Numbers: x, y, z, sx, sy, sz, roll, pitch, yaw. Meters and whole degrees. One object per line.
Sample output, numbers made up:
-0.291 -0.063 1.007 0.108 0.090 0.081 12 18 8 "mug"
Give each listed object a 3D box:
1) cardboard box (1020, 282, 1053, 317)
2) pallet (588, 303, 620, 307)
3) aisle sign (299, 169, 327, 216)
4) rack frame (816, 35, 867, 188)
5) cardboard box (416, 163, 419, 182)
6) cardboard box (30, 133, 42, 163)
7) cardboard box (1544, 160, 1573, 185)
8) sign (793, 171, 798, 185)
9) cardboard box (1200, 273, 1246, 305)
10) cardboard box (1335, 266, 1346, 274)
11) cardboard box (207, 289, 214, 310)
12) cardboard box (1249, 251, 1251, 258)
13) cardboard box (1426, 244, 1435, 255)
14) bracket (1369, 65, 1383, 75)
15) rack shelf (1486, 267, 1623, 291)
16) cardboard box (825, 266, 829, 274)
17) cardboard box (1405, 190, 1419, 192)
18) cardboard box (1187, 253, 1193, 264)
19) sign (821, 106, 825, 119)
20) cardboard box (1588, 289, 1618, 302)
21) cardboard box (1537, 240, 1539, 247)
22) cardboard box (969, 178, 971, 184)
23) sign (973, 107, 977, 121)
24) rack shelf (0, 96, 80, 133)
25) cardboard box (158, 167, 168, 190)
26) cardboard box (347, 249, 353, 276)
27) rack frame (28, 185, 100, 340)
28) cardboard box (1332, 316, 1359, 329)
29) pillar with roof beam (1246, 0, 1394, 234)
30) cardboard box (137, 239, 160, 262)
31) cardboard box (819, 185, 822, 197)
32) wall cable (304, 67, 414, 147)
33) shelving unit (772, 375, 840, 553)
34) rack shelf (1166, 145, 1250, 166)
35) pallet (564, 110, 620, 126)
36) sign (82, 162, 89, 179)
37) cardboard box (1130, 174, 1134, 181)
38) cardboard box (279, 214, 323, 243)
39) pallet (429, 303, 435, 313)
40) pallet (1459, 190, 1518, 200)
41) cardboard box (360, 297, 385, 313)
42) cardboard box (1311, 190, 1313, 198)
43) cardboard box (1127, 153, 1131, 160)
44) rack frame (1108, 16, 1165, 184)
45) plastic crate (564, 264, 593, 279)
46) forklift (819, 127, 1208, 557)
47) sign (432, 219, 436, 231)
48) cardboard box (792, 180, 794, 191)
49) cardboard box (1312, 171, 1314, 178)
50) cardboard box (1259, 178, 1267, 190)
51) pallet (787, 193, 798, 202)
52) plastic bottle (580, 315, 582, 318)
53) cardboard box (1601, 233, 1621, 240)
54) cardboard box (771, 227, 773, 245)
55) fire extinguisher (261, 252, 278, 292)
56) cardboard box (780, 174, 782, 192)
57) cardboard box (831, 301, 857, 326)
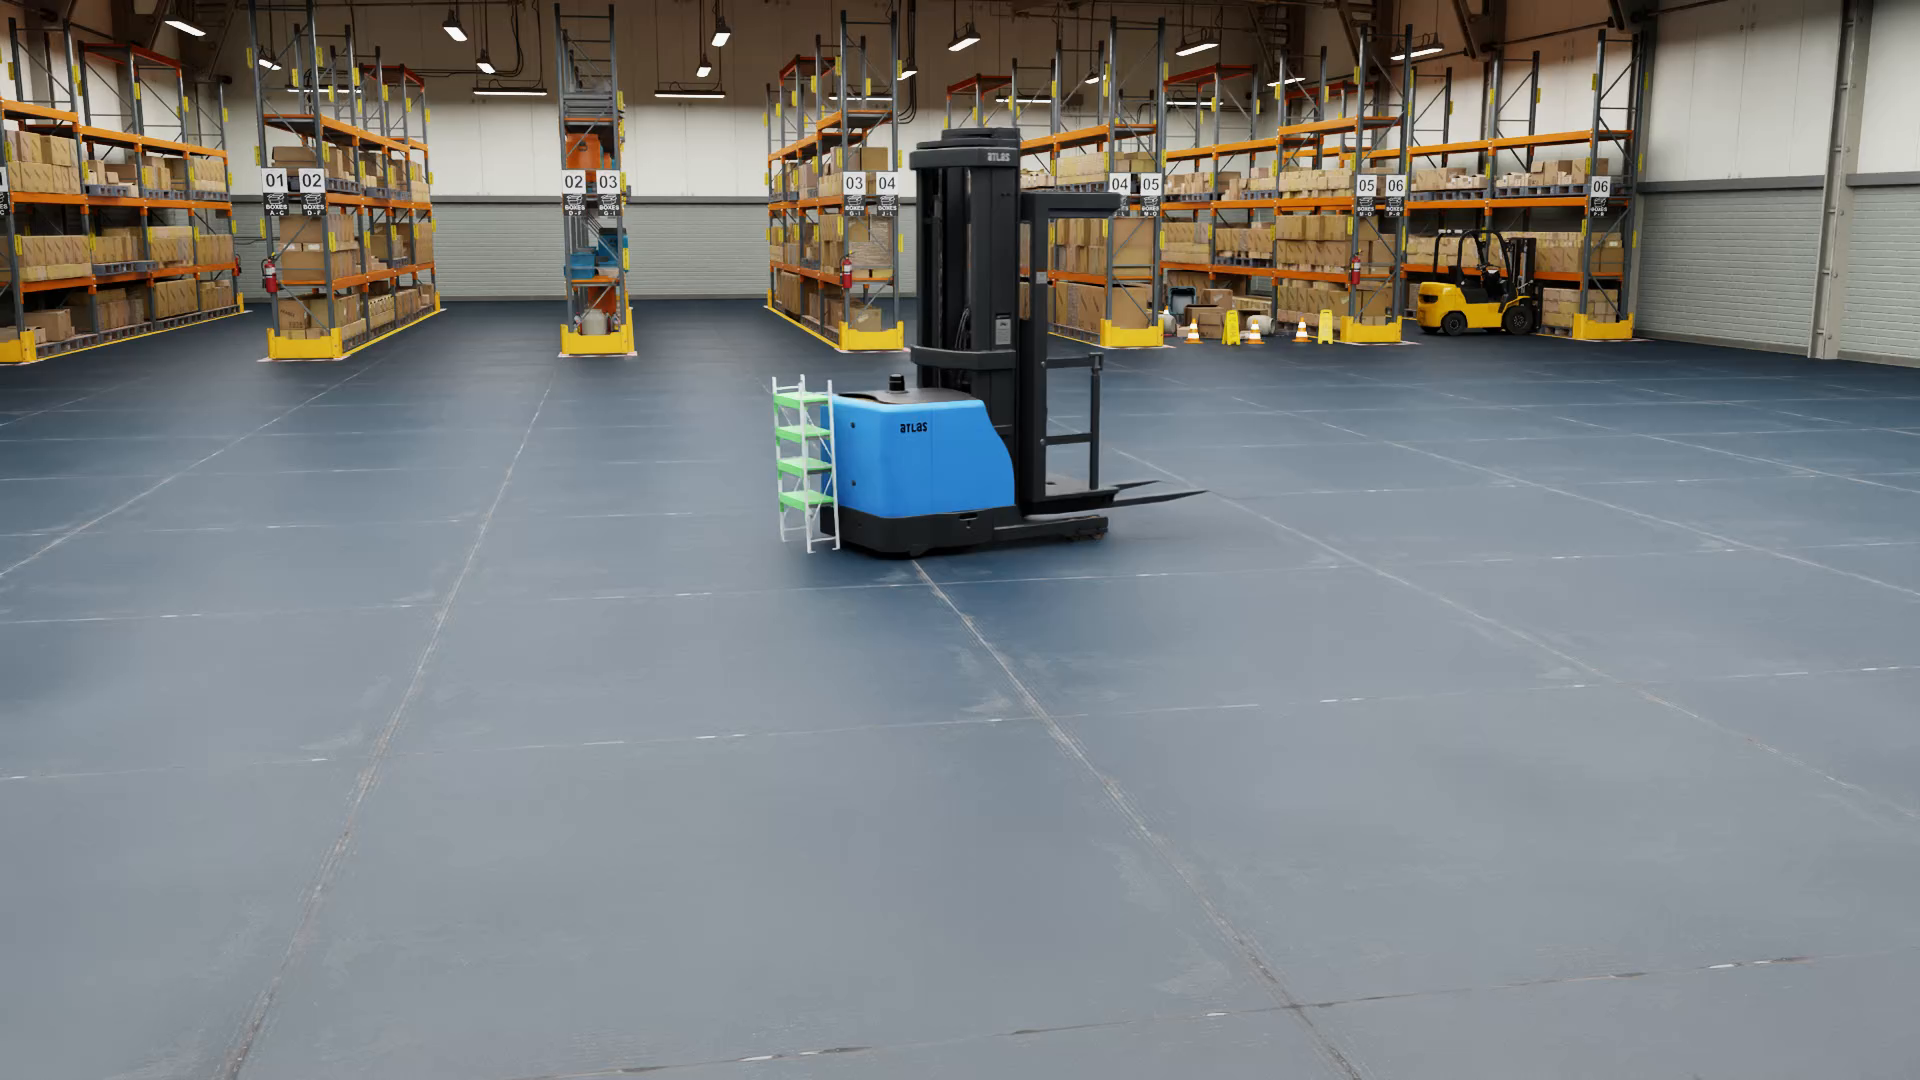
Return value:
1.905 -5.461 37.762 1.050 0.750 0.750 -2 11 -10 "cardboard box"
-9.241 -6.015 43.234 1.003 0.211 1.213 -2 11 -11 "pallet"
-11.032 -5.923 28.341 0.394 0.787 0.004 -2 11 -11 "aisle sign"
-2.405 -8.687 33.771 1.000 3.000 0.127 -2 11 -11 "rack frame"
-14.125 -9.319 42.172 0.700 0.500 0.500 -2 11 -11 "cardboard box"
-16.199 -6.757 28.656 0.500 0.500 0.500 -2 11 -9 "cardboard box"
12.535 -7.590 34.371 0.700 0.500 0.500 -2 11 -11 "cardboard box"
-3.729 -8.221 37.752 0.100 0.325 0.005 -2 11 -11 "sign"
6.485 -6.126 40.921 0.875 0.875 0.875 -2 11 -12 "cardboard box"
7.653 -5.347 32.937 0.380 0.149 0.250 -2 11 -12 "cardboard box"
-18.677 -5.878 40.621 0.700 0.500 0.500 -2 11 -12 "cardboard box"
6.760 -6.455 37.639 0.380 0.149 0.250 -2 11 -11 "cardboard box"
11.433 -6.908 39.534 0.500 0.250 0.500 -2 11 -12 "cardboard box"
11.109 -12.536 44.364 0.235 0.232 0.430 -2 11 -11 "bracket"
12.573 -5.561 35.318 1.077 0.370 4.000 -2 11 -11 "rack shelf"
-2.481 -5.382 33.124 0.380 0.149 0.250 -2 11 -11 "cardboard box"
11.101 -8.667 41.024 0.380 0.149 0.250 -2 11 -10 "cardboard box"
5.988 -7.030 41.509 0.500 0.250 0.500 -2 11 -12 "cardboard box"
-3.431 -10.674 41.500 0.100 0.325 0.005 -2 11 -11 "sign"
13.054 -4.990 33.947 0.500 0.250 0.500 -2 11 -12 "cardboard box"
12.386 -6.253 35.023 0.380 0.149 0.250 -2 11 -11 "cardboard box"
0.444 -9.349 43.270 0.380 0.149 0.250 -2 11 -11 "cardboard box"
0.388 -10.798 42.150 0.100 0.325 0.005 -2 11 -11 "sign"
-16.593 -7.425 29.072 1.077 0.370 4.000 -2 11 -11 "rack shelf"
-18.302 -8.141 37.478 0.700 0.500 0.500 -2 11 -12 "cardboard box"
-11.922 -5.252 31.500 0.700 0.500 0.500 -2 11 -12 "cardboard box"
-16.982 -5.200 31.493 1.000 3.000 0.127 -2 11 -11 "rack frame"
7.668 -4.365 33.340 0.500 0.250 0.500 -2 11 -11 "cardboard box"
7.154 -10.700 44.346 9.100 9.000 0.548 -2 11 -11 "pillar with roof beam"
-17.603 -6.237 35.825 0.500 0.500 0.500 -2 11 -9 "cardboard box"
-2.569 -7.048 33.583 0.500 0.250 0.500 -3 11 -13 "cardboard box"
-17.411 -12.452 48.349 3.097 2.526 0.112 -2 11 -11 "wall cable"
-1.099 -0.550 11.848 0.258 1.200 0.503 -8 13 -27 "shelving unit"
6.148 -9.598 41.551 1.077 0.370 4.000 -2 11 -11 "rack shelf"
-6.835 -7.843 30.913 1.003 0.211 1.213 -2 11 -11 "pallet"
-16.451 -6.948 31.275 0.100 0.325 0.005 -2 11 -11 "sign"
3.455 -6.895 31.659 0.380 0.149 0.250 -2 11 -10 "cardboard box"
-11.434 -5.429 28.961 0.700 0.500 0.500 -2 11 -11 "cardboard box"
-14.286 -6.051 43.426 1.003 0.211 1.213 -2 11 -11 "pallet"
11.999 -7.823 37.762 0.805 0.209 1.217 -3 11 -13 "pallet"
-12.259 -4.878 34.535 0.500 0.311 0.500 -2 11 -9 "cardboard box"
7.435 -7.101 34.133 0.380 0.149 0.250 -2 11 -11 "cardboard box"
3.407 -7.331 31.818 0.380 0.149 0.250 -2 11 -12 "cardboard box"
3.258 -8.115 30.767 1.000 3.000 0.127 -2 11 -11 "rack frame"
-6.877 -4.834 29.970 0.499 0.251 0.616 -2 11 -11 "plastic crate"
0.493 -1.509 12.288 3.031 2.935 1.130 -7 13 -32 "forklift"
-13.909 -8.322 43.955 0.100 0.325 0.005 -2 11 -11 "sign"
-3.836 -8.639 40.655 0.500 0.311 0.500 -3 11 -13 "cardboard box"
7.440 -7.491 34.046 0.380 0.149 0.250 -2 11 -10 "cardboard box"
6.966 -7.901 36.944 0.500 0.250 0.500 -2 11 -10 "cardboard box"
-3.581 -8.176 39.611 1.003 0.211 1.213 -2 11 -8 "pallet"
-7.542 -4.305 32.902 0.152 0.276 0.135 -2 11 -9 "plastic bottle"
13.106 -6.131 33.590 0.380 0.149 0.250 -2 11 -12 "cardboard box"
-4.813 -8.192 44.816 0.500 0.500 0.500 -2 11 -12 "cardboard box"
-11.778 -4.570 28.393 0.296 0.674 0.183 -2 11 -11 "fire extinguisher"
-4.273 -9.226 42.964 0.700 0.500 0.500 -2 11 -8 "cardboard box"
-2.367 -4.644 34.133 0.500 0.500 0.500 -2 11 -13 "cardboard box"
